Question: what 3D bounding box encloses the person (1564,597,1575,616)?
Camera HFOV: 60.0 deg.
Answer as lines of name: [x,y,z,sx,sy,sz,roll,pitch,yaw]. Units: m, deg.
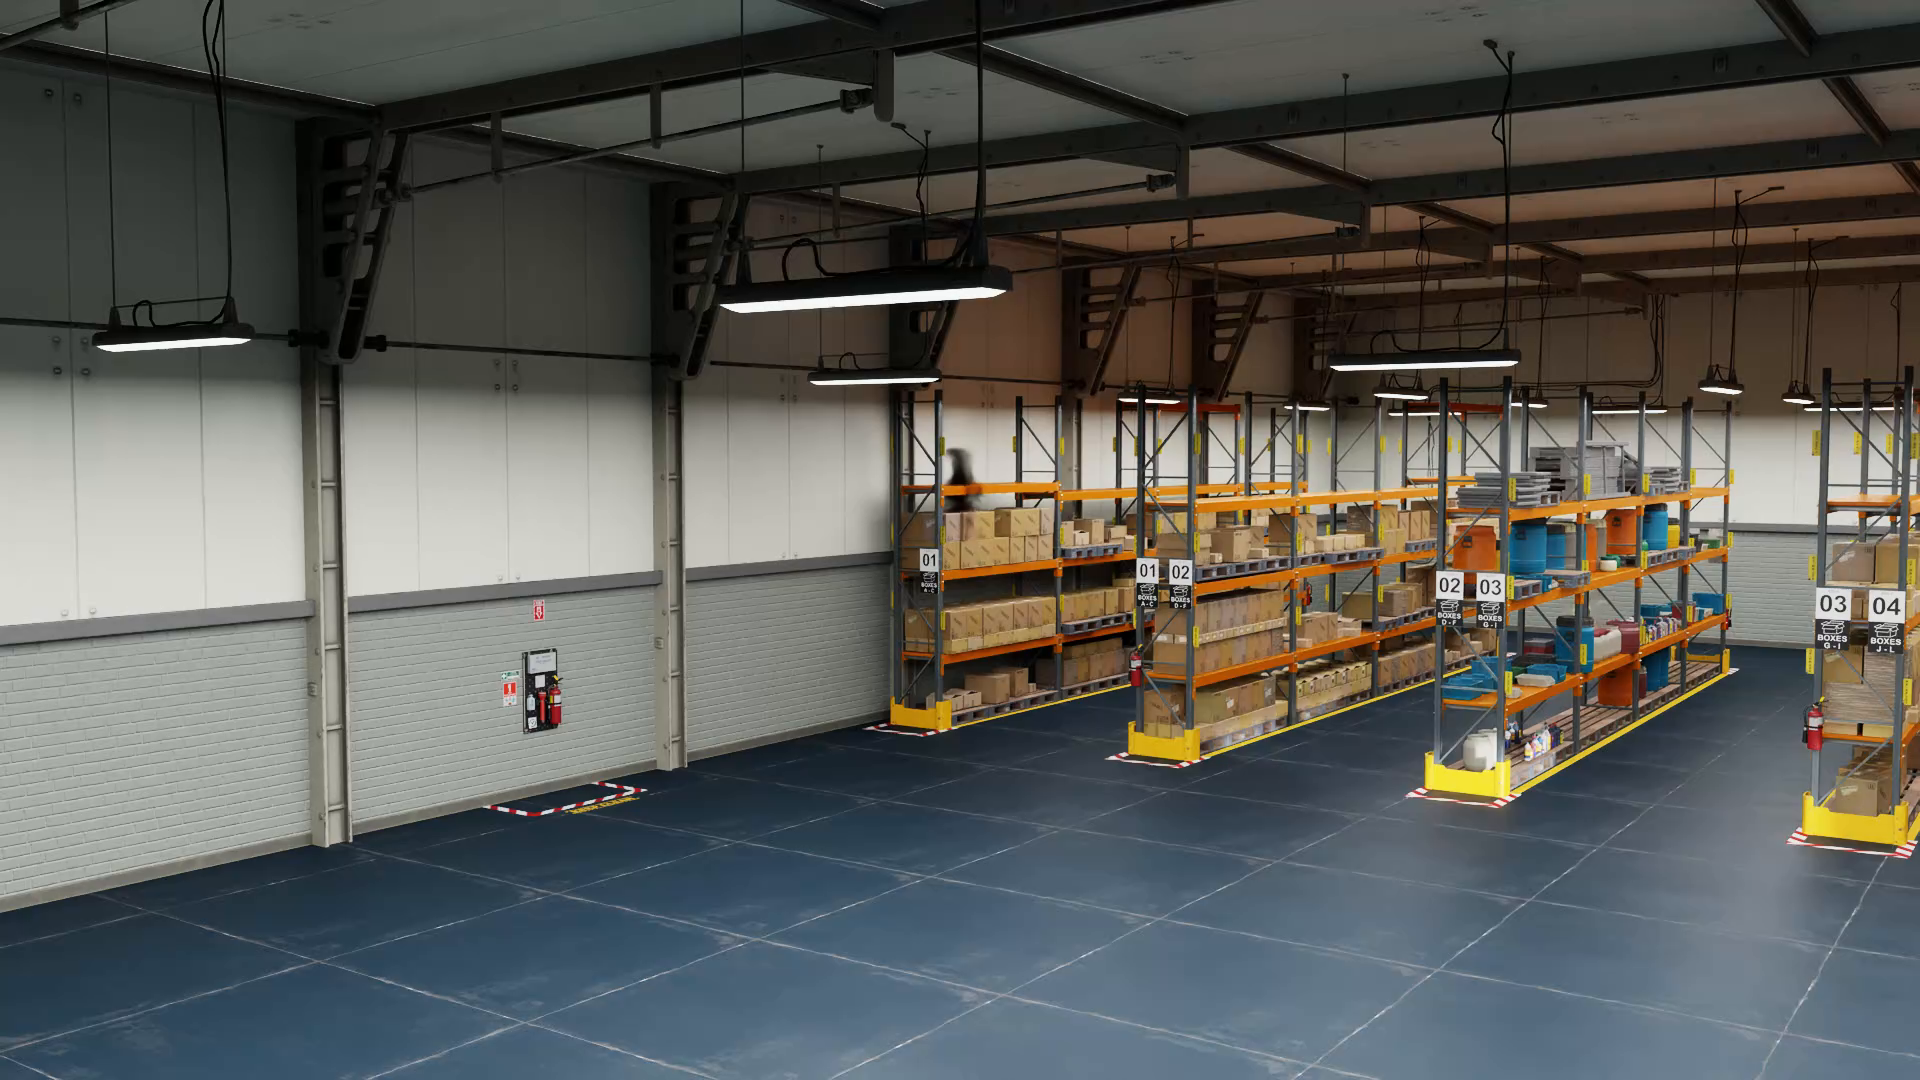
person: [13.599,2.098,36.783,0.545,1.688,0.689,2,4,27]
